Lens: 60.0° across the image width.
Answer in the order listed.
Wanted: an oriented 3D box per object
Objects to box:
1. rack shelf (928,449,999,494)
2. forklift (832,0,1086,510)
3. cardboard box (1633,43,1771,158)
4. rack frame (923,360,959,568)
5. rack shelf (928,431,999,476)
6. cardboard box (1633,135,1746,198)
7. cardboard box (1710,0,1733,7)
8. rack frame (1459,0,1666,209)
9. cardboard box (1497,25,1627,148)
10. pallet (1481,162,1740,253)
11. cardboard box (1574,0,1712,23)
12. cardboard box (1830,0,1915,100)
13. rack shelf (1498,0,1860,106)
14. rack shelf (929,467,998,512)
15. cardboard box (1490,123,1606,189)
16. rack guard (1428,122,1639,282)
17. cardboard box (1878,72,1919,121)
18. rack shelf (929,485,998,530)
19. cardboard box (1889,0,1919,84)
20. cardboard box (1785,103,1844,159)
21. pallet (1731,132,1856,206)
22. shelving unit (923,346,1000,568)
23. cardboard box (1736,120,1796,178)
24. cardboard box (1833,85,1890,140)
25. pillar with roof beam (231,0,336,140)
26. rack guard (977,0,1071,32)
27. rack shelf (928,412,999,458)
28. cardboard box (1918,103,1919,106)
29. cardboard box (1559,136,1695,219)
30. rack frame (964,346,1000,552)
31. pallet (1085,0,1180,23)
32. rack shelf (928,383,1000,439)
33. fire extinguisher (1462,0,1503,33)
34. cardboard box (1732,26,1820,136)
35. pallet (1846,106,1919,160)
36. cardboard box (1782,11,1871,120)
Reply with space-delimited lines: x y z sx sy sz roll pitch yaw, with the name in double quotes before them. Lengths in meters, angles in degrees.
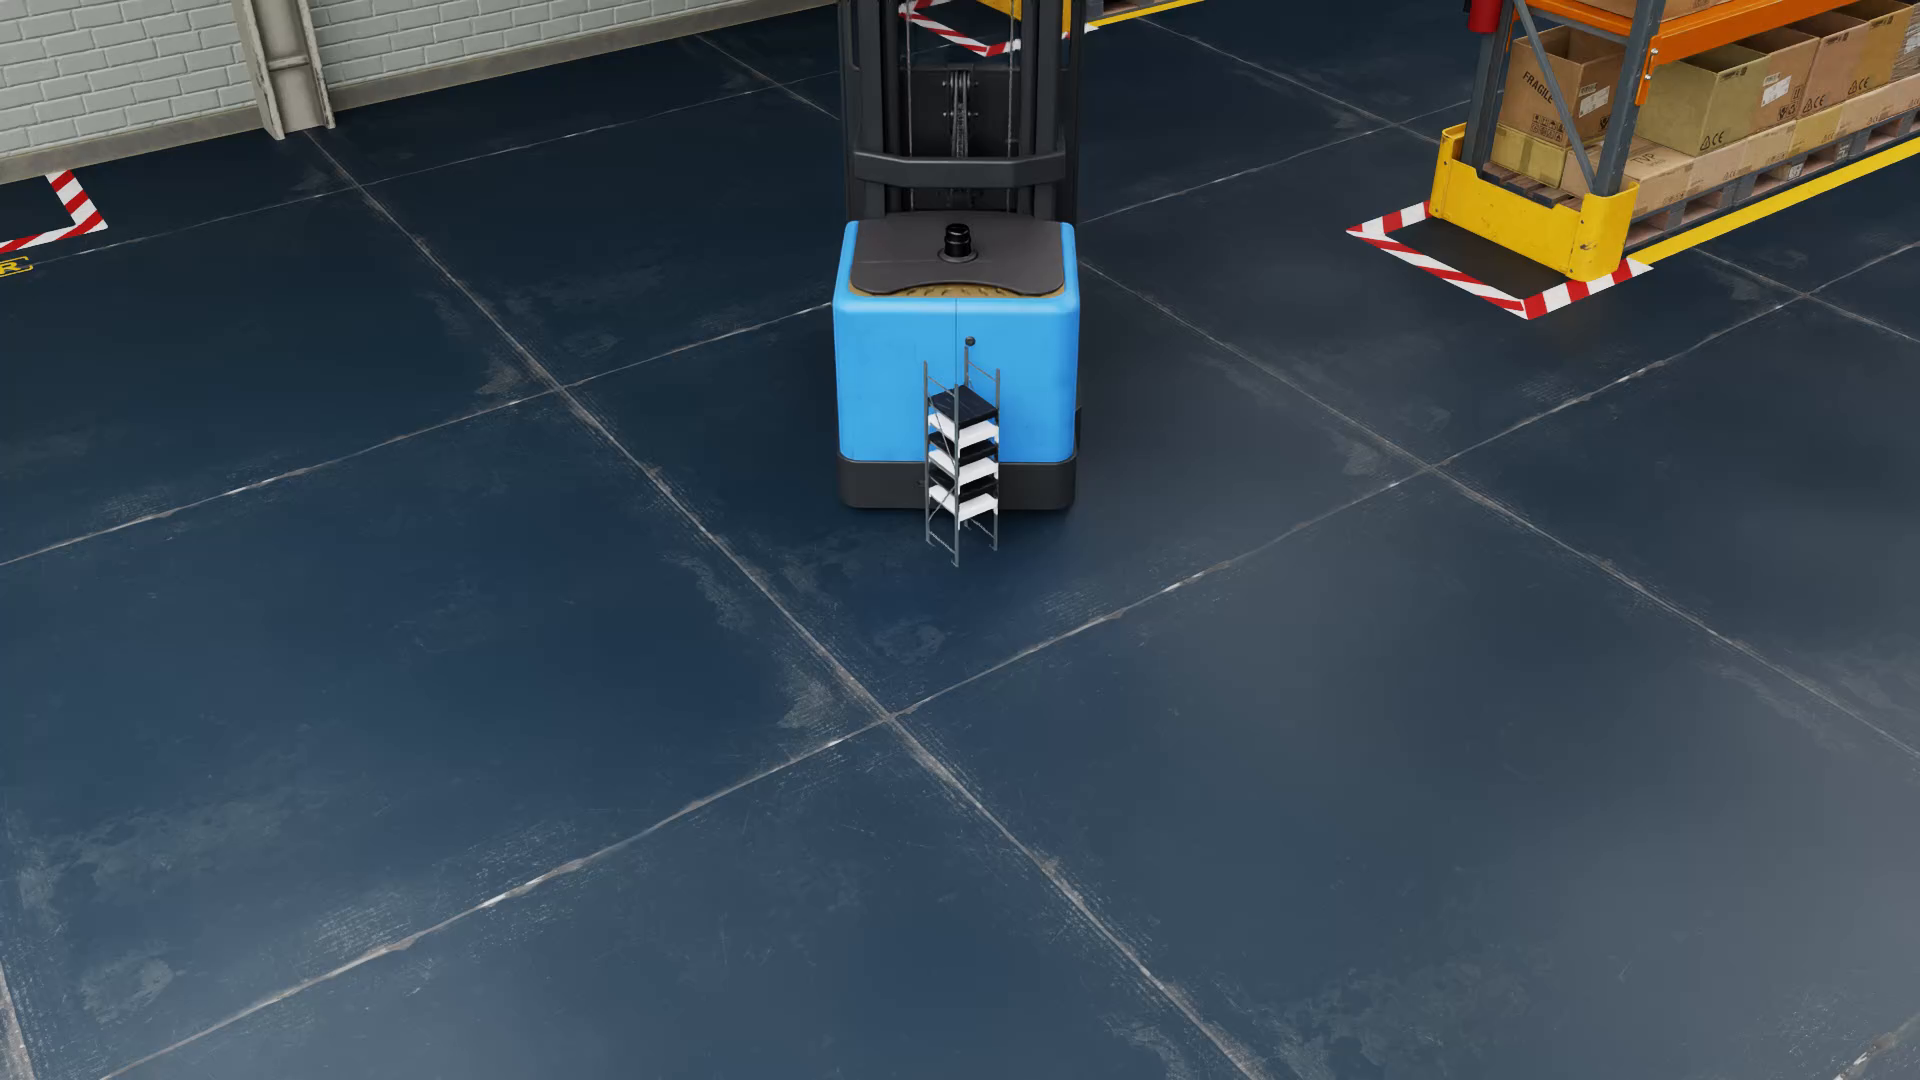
"rack shelf" 0.006 -0.311 6.969 0.200 0.077 0.258 -22 41 -28
"forklift" 0.010 -2.152 7.731 1.130 2.935 3.031 1 36 1
"cardboard box" 4.259 -2.584 9.627 0.500 0.500 0.500 -22 41 -28
"rack frame" -0.077 -0.304 6.902 0.006 0.900 0.240 -22 41 -28
"rack shelf" 0.006 -0.384 6.917 0.200 0.077 0.258 -22 41 -28
"cardboard box" 4.258 -2.280 9.847 0.500 0.250 0.500 -22 41 -28
"cardboard box" 4.100 -3.353 9.257 0.500 0.500 0.700 -21 41 -27
"rack frame" 3.285 -2.982 8.827 0.127 3.000 1.000 -22 41 -28
"cardboard box" 3.552 -2.663 9.737 0.500 0.500 0.500 -22 41 -28
"pallet" 3.886 -2.127 10.027 1.213 0.211 1.003 -22 41 -28
"cardboard box" 3.674 -3.174 9.008 0.500 0.500 0.700 -22 41 -28
"cardboard box" 5.479 -3.093 10.335 0.500 0.500 0.500 -22 41 -28
"rack shelf" 4.919 -3.363 9.973 4.000 0.370 1.077 -22 41 -28
"rack shelf" 0.006 -0.238 7.022 0.200 0.077 0.258 -22 41 -28
"cardboard box" 3.553 -2.358 9.954 0.500 0.250 0.500 -22 41 -28
"rack guard" 3.265 -1.959 9.546 0.348 0.500 1.175 -22 41 -28
"cardboard box" 5.887 -2.958 10.789 0.500 0.250 0.500 -22 41 -28
"rack shelf" 0.006 -0.165 7.074 0.200 0.077 0.258 -22 41 -28
"cardboard box" 5.886 -3.263 10.571 0.500 0.500 0.500 -22 41 -28
"cardboard box" 5.078 -2.614 10.311 0.500 0.250 0.500 -22 41 -28
"pallet" 4.882 -2.535 10.594 1.213 0.211 1.003 -22 41 -28
"shelving unit" 0.006 -0.338 6.950 0.210 0.900 0.258 -22 41 -28
"cardboard box" 4.667 -2.448 10.081 0.500 0.250 0.500 -22 41 -28
"cardboard box" 5.486 -2.783 10.545 0.500 0.250 0.500 -22 41 -28
"pillar with roof beam" -1.923 -4.356 5.600 0.400 9.000 9.100 -22 41 -28
"rack guard" 0.490 -4.356 12.878 0.348 0.500 1.175 -22 41 -28
"rack shelf" 0.006 -0.457 6.864 0.200 0.077 0.258 -22 41 -28
"cardboard box" 6.301 -3.121 11.016 0.500 0.250 0.500 -22 41 -28
"cardboard box" 3.851 -2.111 9.611 0.500 0.250 0.500 -22 41 -28
"rack frame" 0.089 -0.372 6.997 0.006 0.900 0.240 -22 41 -28
"pallet" 1.174 -4.495 13.319 1.213 0.211 1.003 -22 41 -28
"rack shelf" 0.006 -0.530 6.811 0.200 0.077 0.258 -22 41 -28
"fire extinguisher" 2.920 -3.133 9.103 0.183 0.674 0.296 -22 41 -28
"cardboard box" 4.660 -2.758 9.869 0.500 0.500 0.500 -22 41 -28
"pallet" 5.880 -2.948 11.168 1.213 0.211 1.003 -22 41 -28
"cardboard box" 5.079 -2.918 10.092 0.500 0.500 0.500 -22 41 -28
